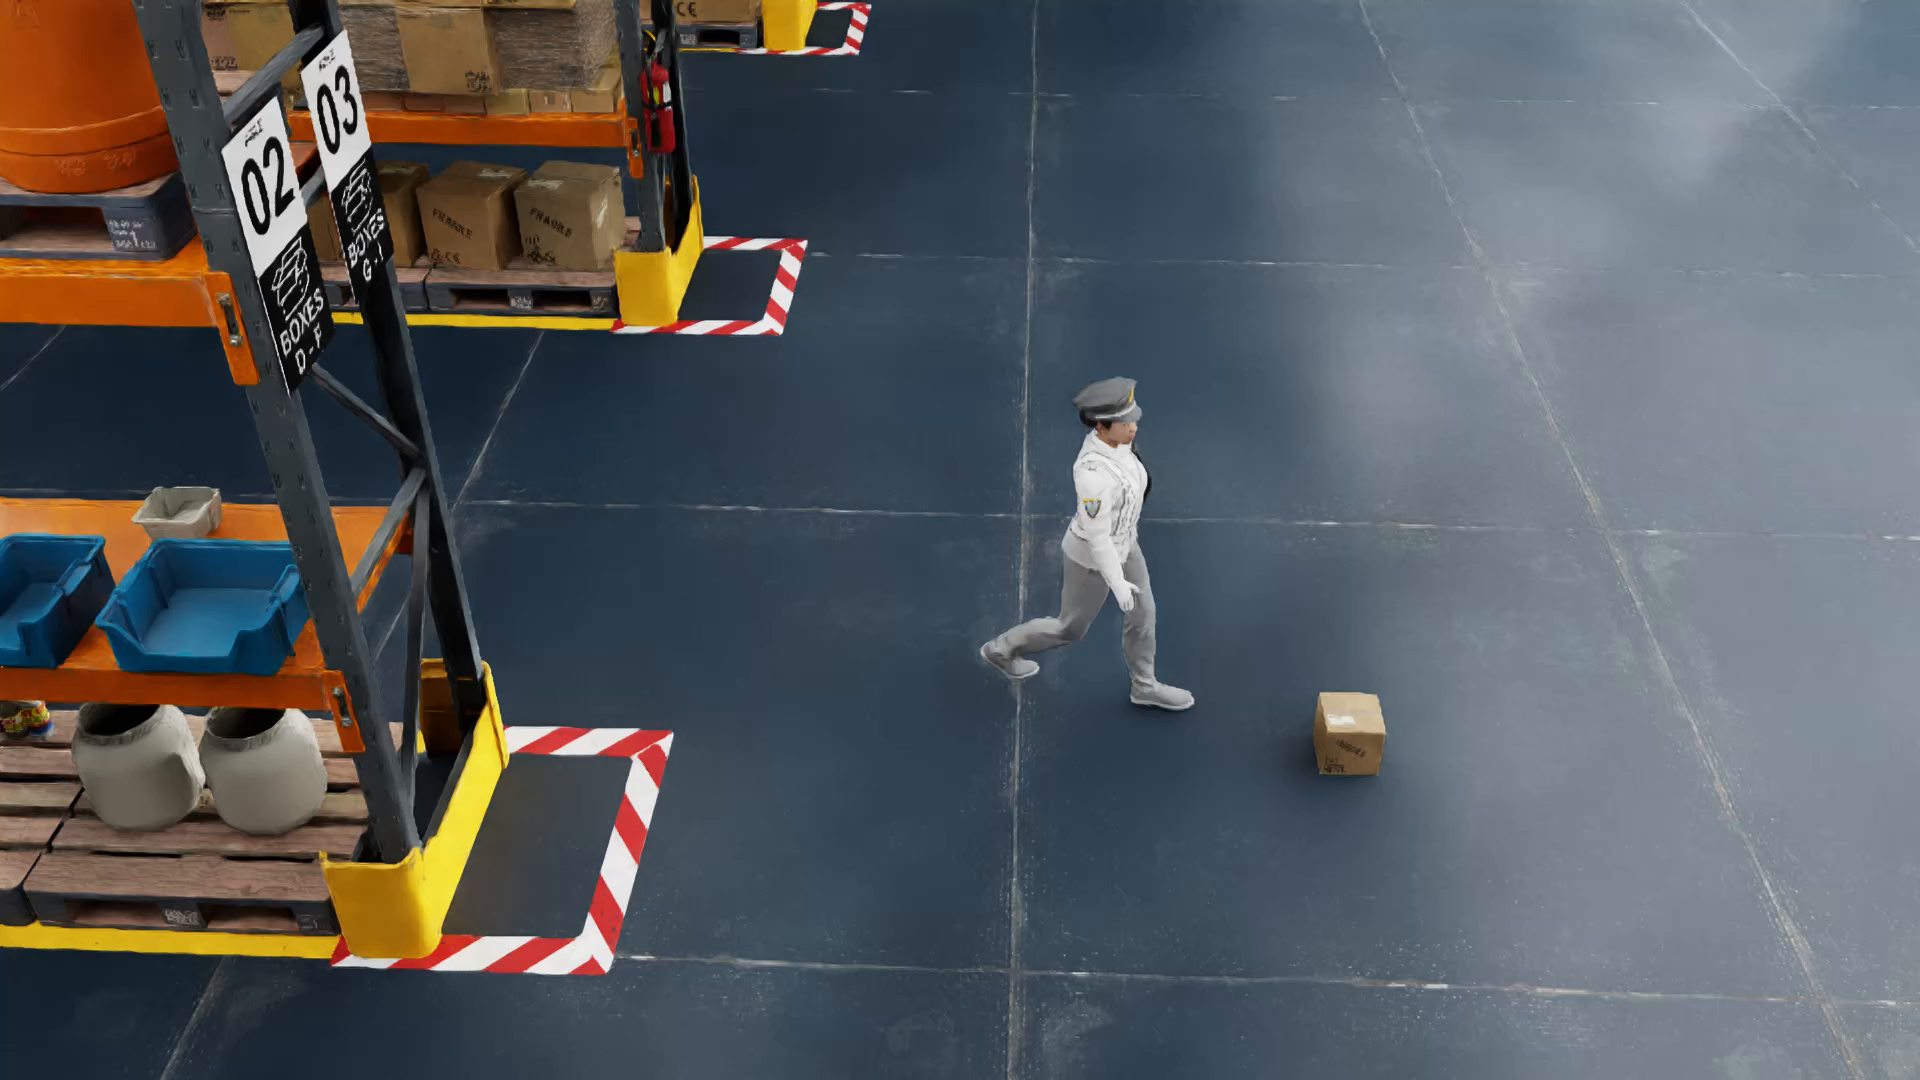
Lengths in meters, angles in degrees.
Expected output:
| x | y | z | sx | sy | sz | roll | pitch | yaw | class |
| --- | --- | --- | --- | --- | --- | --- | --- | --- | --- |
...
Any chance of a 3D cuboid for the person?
| x | y | z | sx | sy | sz | roll | pitch | yaw | class |
| --- | --- | --- | --- | --- | --- | --- | --- | --- | --- |
| 0.568 | 0.033 | 7.047 | 0.958 | 1.637 | 0.501 | 13 | 38 | 17 | person |
